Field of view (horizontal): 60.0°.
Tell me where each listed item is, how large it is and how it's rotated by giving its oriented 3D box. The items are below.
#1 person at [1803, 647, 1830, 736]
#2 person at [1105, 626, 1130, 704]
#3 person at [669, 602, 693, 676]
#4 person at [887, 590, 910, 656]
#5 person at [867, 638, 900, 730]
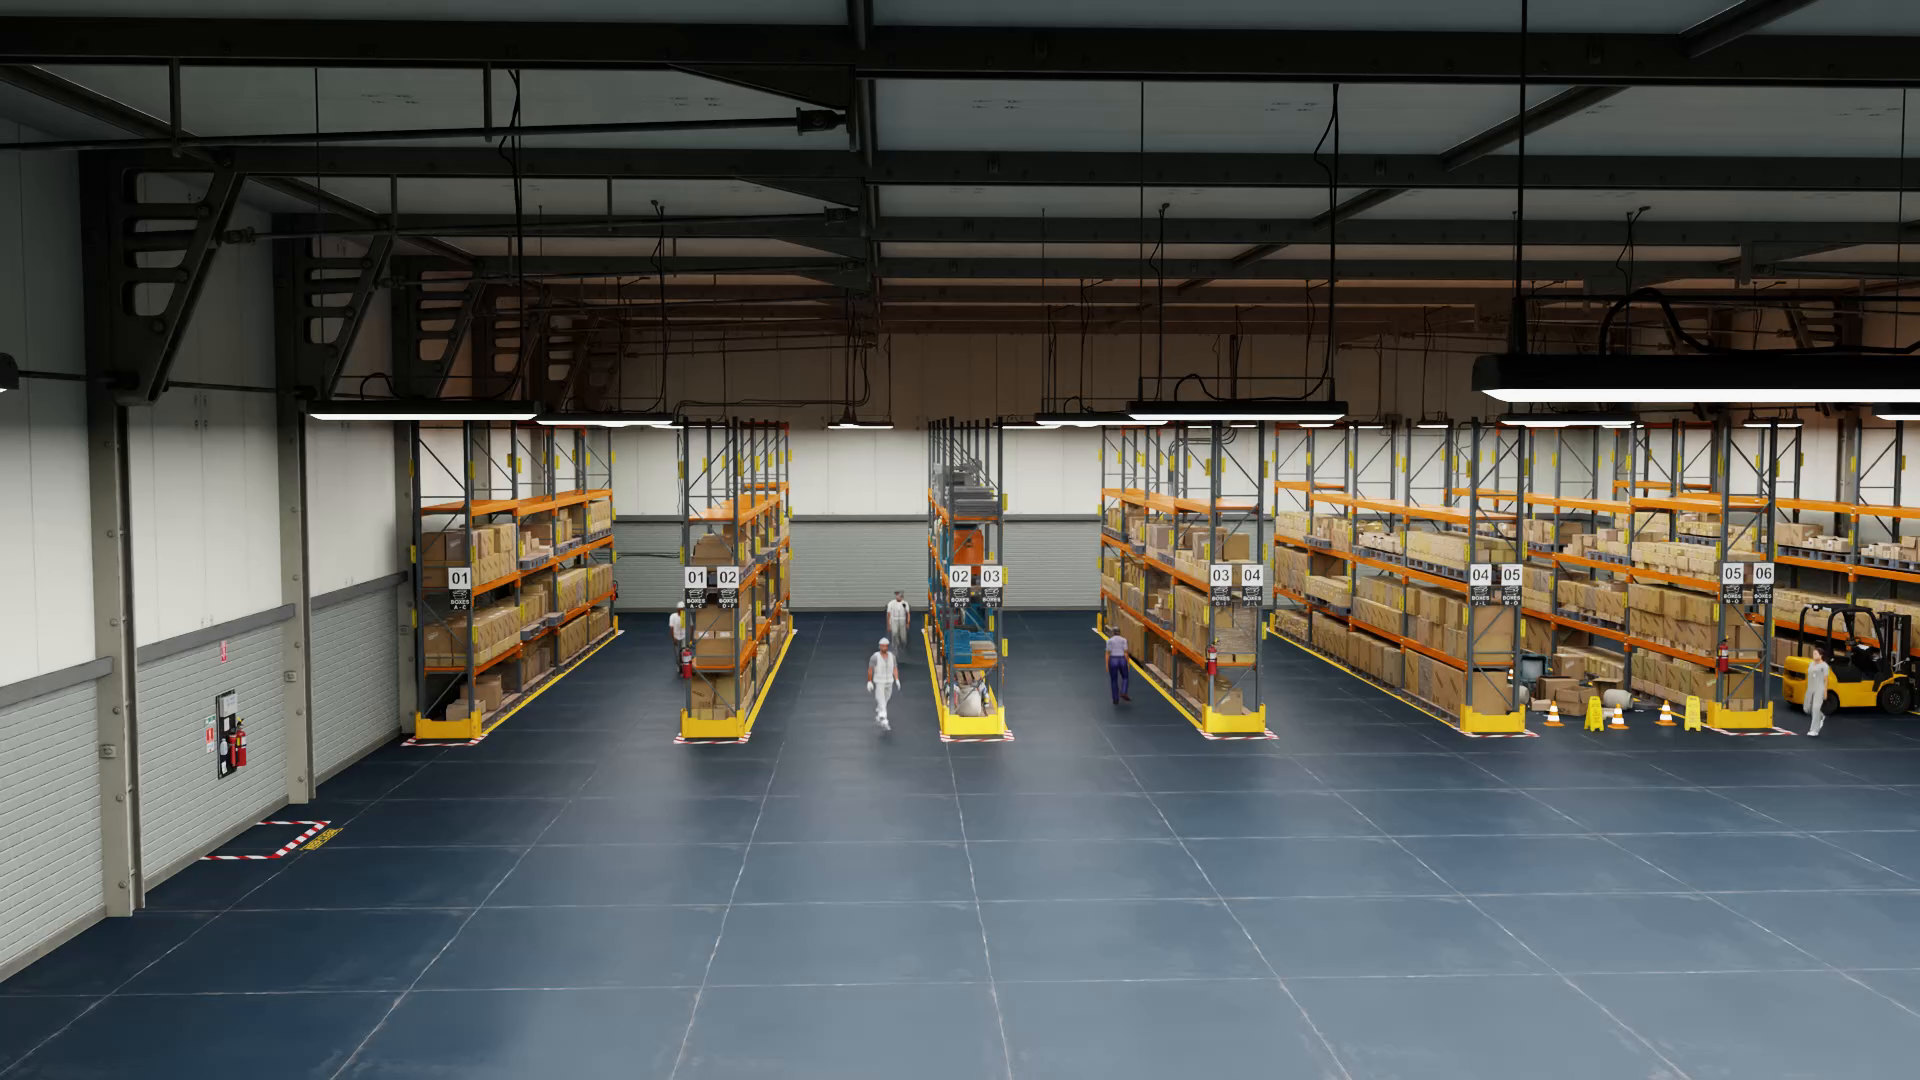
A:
[{"bbox_3d":[16.179,2.837,31.306,0.717,1.649,0.447,-2,4,-33],"label":"person"},{"bbox_3d":[3.314,2.621,34.905,0.538,1.638,0.462,0,4,5],"label":"person"},{"bbox_3d":[-6.547,2.302,39.067,0.562,1.710,0.974,-1,4,-12],"label":"person"},{"bbox_3d":[-1.488,2.026,40.902,0.566,1.560,0.766,-1,4,-11],"label":"person"},{"bbox_3d":[-1.425,2.744,31.856,0.562,1.731,1.038,-2,4,-32],"label":"person"}]
